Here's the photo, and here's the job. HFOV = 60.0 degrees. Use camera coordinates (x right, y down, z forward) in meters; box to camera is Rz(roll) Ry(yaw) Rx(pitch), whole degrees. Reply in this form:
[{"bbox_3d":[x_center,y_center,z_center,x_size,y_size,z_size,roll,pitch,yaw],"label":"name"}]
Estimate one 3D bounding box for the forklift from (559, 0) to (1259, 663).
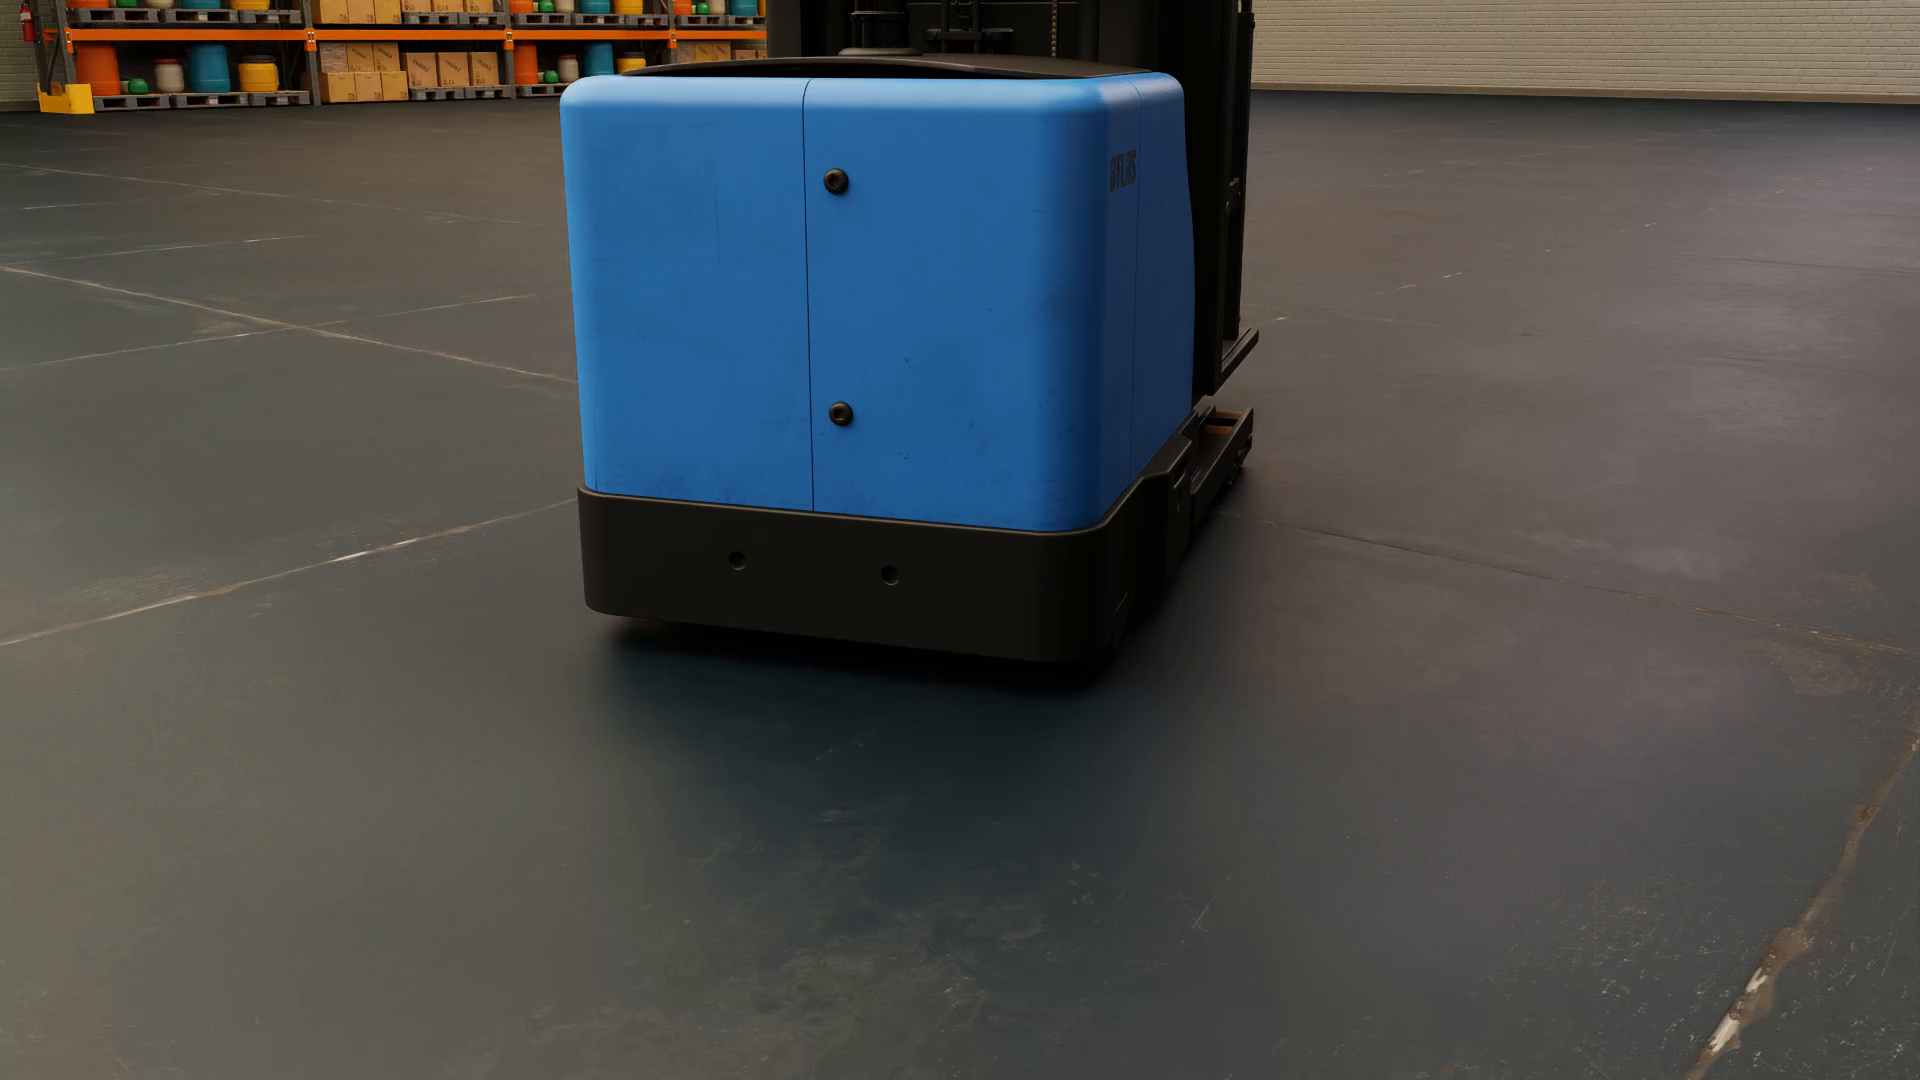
[{"bbox_3d":[0.182,-1.571,4.072,1.130,2.935,3.031,5,18,17],"label":"forklift"}]
